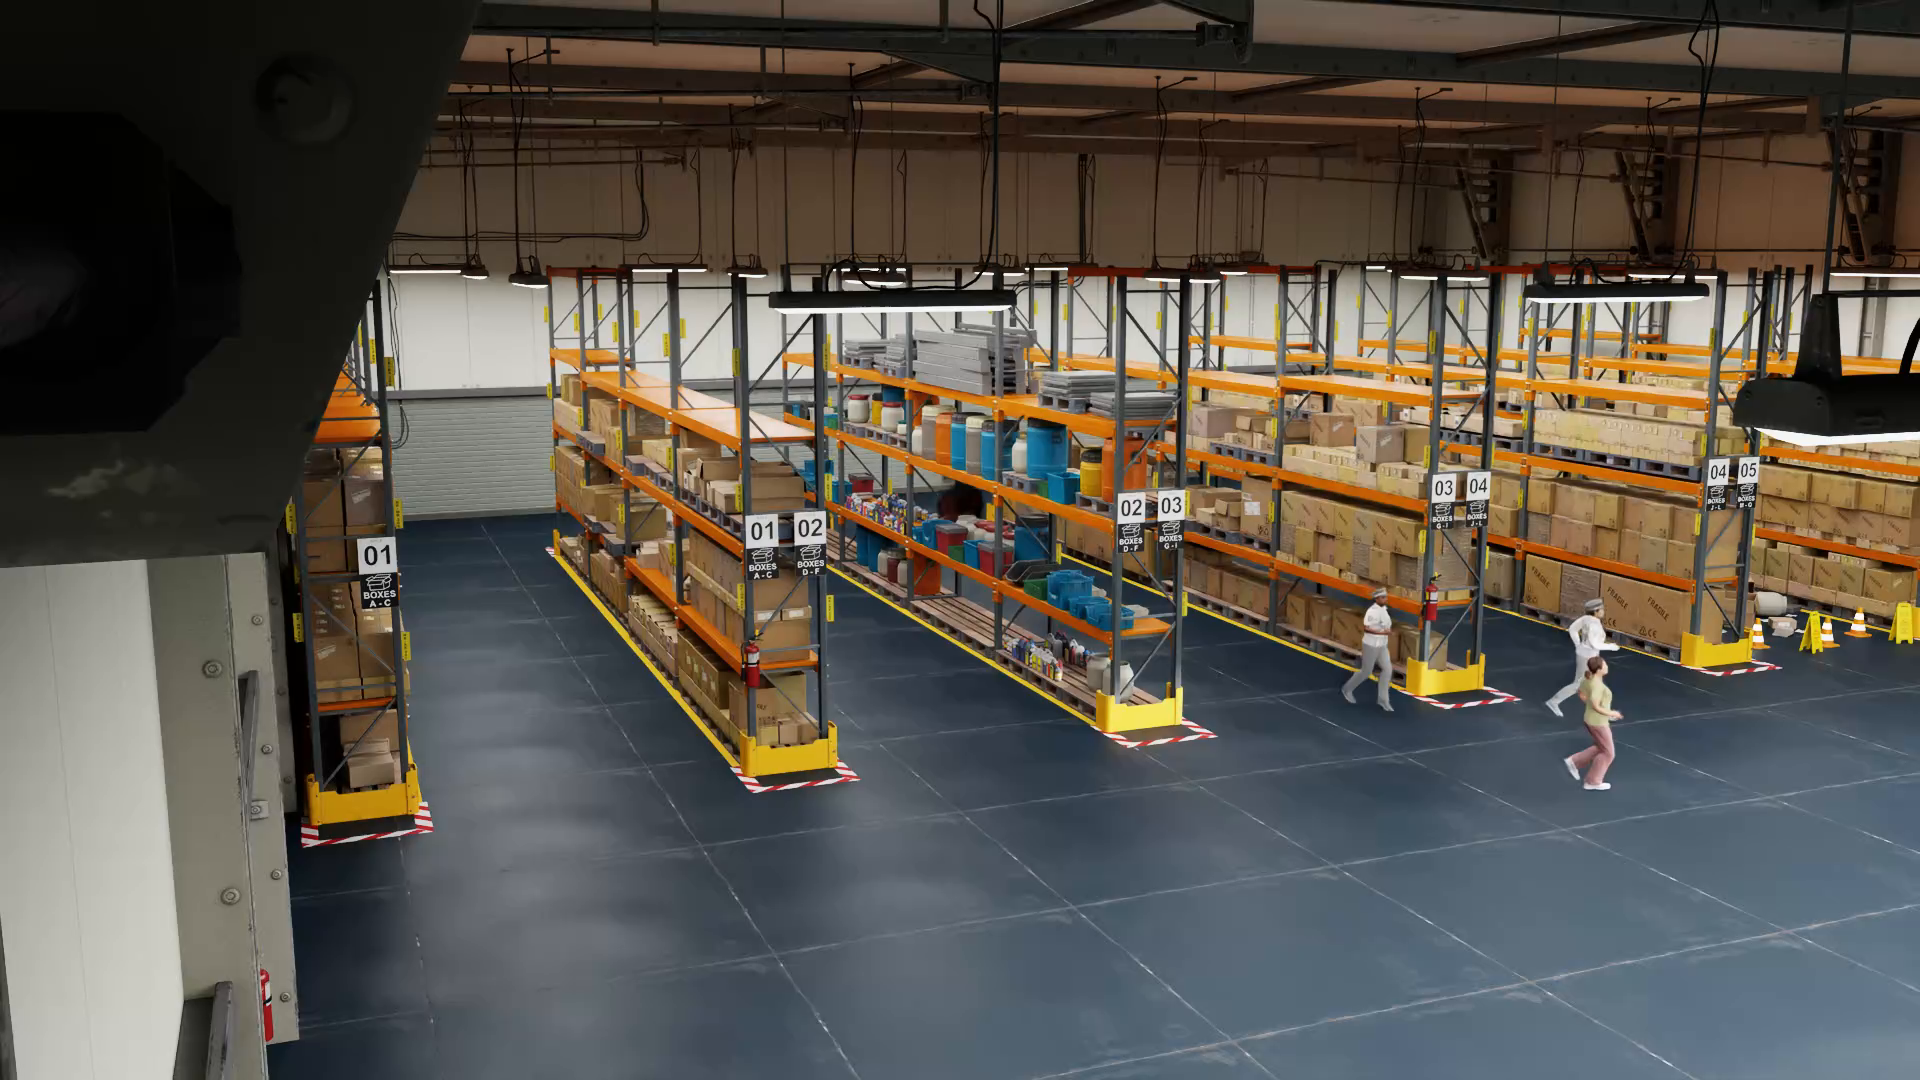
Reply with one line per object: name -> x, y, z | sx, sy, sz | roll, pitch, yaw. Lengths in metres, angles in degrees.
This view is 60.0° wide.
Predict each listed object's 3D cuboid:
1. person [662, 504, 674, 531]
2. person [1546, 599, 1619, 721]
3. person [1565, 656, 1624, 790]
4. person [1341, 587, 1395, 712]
person -> -6.272, -0.664, 35.545 | 0.743, 1.725, 0.749 | 6, 12, 32
person -> 8.438, 1.614, 22.475 | 0.935, 1.691, 0.583 | 2, 10, 13
person -> 7.479, 2.155, 19.607 | 0.566, 1.620, 0.577 | 1, 10, 6
person -> 5.763, 1.495, 23.227 | 0.799, 1.745, 0.603 | 9, 13, 42
